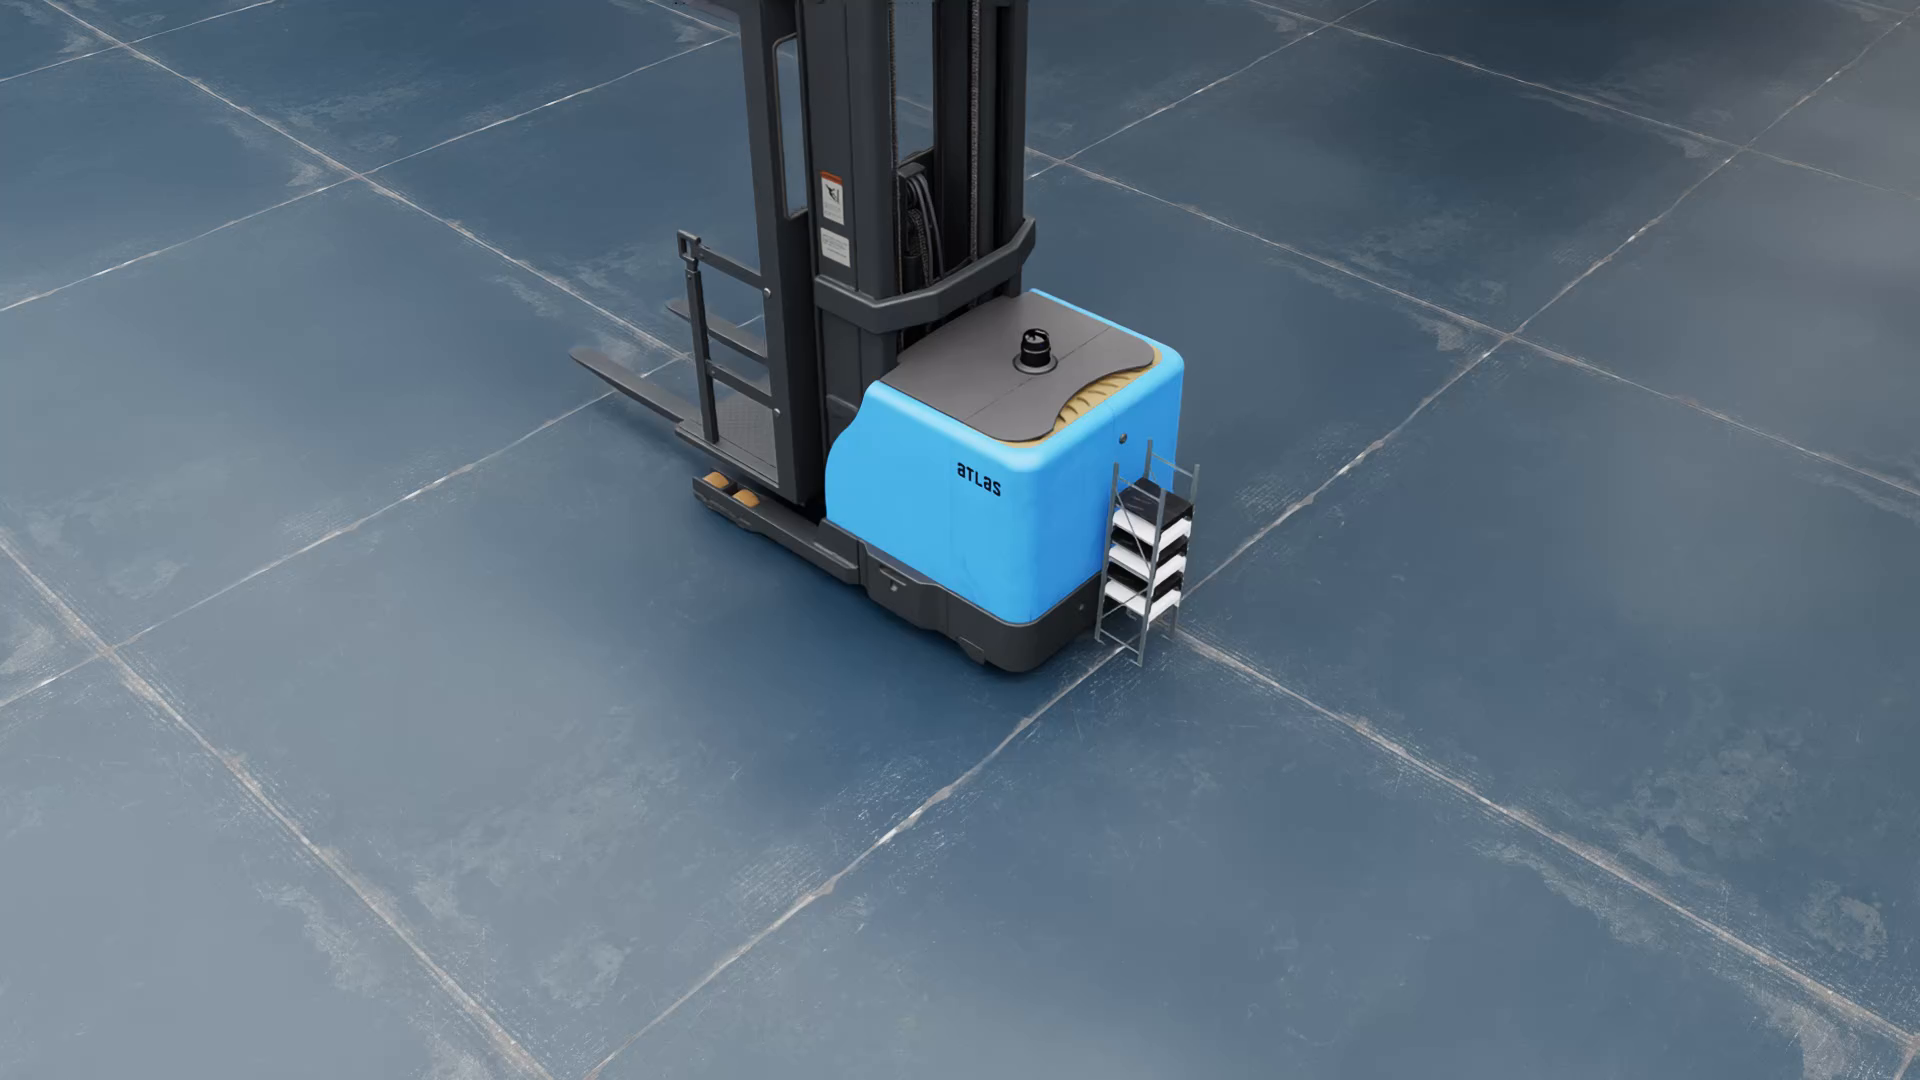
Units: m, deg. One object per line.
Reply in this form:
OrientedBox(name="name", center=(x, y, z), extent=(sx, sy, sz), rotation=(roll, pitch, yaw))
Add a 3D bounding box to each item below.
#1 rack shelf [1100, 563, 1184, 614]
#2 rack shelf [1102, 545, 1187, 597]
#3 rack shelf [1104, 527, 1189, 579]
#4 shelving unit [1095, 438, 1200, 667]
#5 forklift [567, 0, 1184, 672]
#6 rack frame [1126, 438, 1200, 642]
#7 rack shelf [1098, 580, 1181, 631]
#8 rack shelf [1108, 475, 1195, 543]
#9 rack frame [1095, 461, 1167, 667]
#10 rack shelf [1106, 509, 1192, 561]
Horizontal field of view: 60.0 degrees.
OrientedBox(name="rack shelf", center=(0.713, 0.155, 6.521), extent=(0.258, 0.077, 0.200), rotation=(32, 48, 31))
OrientedBox(name="rack shelf", center=(0.716, 0.086, 6.463), extent=(0.258, 0.077, 0.200), rotation=(32, 48, 31))
OrientedBox(name="rack shelf", center=(0.718, 0.018, 6.405), extent=(0.258, 0.077, 0.200), rotation=(32, 48, 31))
OrientedBox(name="shelving unit", center=(0.717, 0.061, 6.441), extent=(0.258, 0.900, 0.210), rotation=(32, 48, 31))
OrientedBox(name="forklift", center=(-0.549, -1.418, 6.678), extent=(3.031, 2.935, 1.130), rotation=(29, 47, 31))
OrientedBox(name="rack frame", center=(0.786, 0.015, 6.500), extent=(0.240, 0.900, 0.006), rotation=(32, 48, 31))
OrientedBox(name="rack shelf", center=(0.710, 0.224, 6.579), extent=(0.258, 0.077, 0.200), rotation=(32, 48, 31))
OrientedBox(name="rack shelf", center=(0.723, -0.120, 6.289), extent=(0.258, 0.077, 0.200), rotation=(32, 48, 31))
OrientedBox(name="rack frame", center=(0.647, 0.107, 6.383), extent=(0.240, 0.900, 0.006), rotation=(32, 48, 31))
OrientedBox(name="rack shelf", center=(0.721, -0.051, 6.347), extent=(0.258, 0.077, 0.200), rotation=(32, 48, 31))
